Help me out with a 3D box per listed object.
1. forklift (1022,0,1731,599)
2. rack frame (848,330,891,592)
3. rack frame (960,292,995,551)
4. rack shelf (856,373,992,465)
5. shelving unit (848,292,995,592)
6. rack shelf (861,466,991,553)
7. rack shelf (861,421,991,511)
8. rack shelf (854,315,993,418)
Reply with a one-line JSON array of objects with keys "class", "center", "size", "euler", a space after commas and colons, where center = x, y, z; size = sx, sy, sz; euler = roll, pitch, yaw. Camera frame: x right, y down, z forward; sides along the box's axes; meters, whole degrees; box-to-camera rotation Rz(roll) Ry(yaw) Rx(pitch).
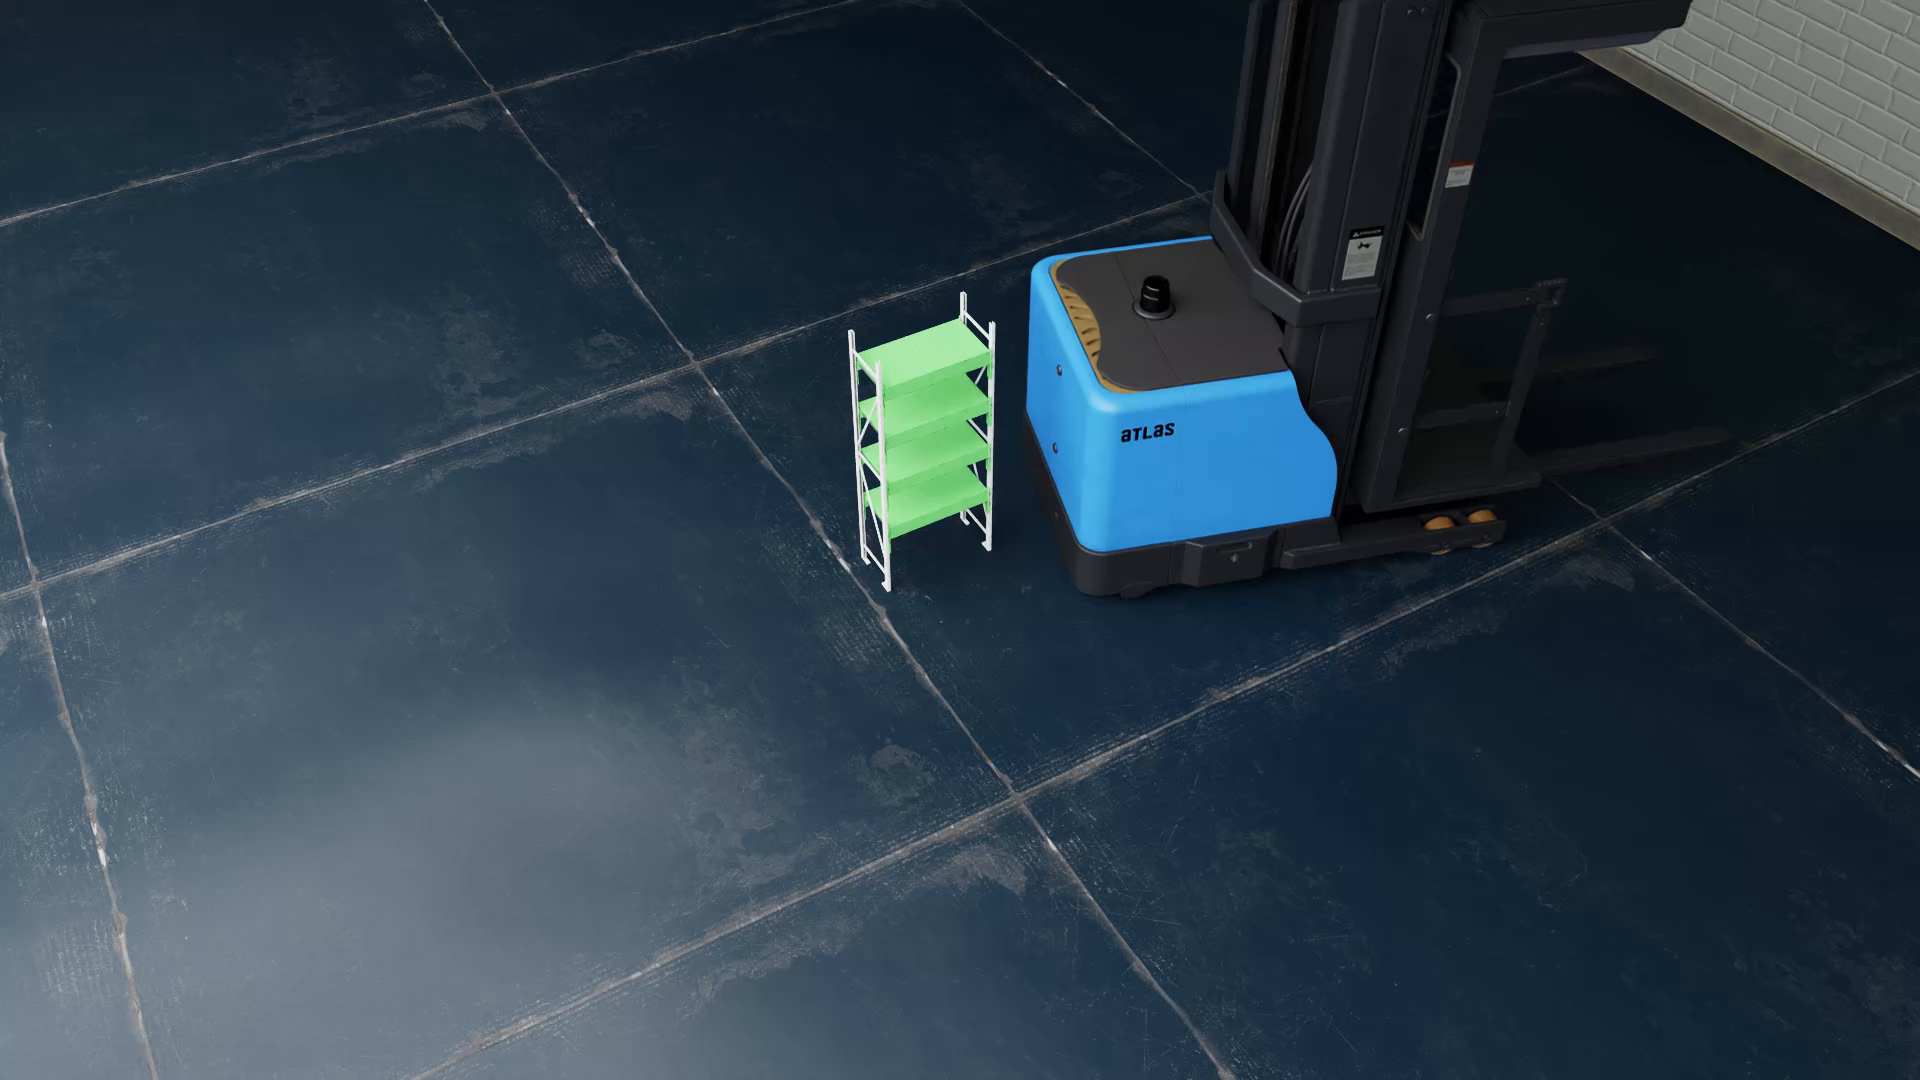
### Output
[{"class": "forklift", "center": [1.851, -1.341, 6.457], "size": [3.031, 2.935, 1.130], "euler": [-9, 45, -9]}, {"class": "rack frame", "center": [-0.355, -0.288, 6.615], "size": [0.015, 1.200, 0.240], "euler": [-22, 48, -21]}, {"class": "rack frame", "center": [0.068, -0.458, 6.790], "size": [0.015, 1.200, 0.240], "euler": [-22, 48, -21]}, {"class": "rack shelf", "center": [-0.144, -0.500, 6.580], "size": [0.480, 0.148, 0.258], "euler": [-22, 48, -21]}, {"class": "shelving unit", "center": [-0.144, -0.373, 6.702], "size": [0.503, 1.200, 0.258], "euler": [-22, 48, -21]}, {"class": "rack shelf", "center": [-0.144, -0.155, 6.914], "size": [0.480, 0.148, 0.258], "euler": [-22, 48, -21]}, {"class": "rack shelf", "center": [-0.144, -0.327, 6.747], "size": [0.480, 0.148, 0.258], "euler": [-22, 48, -21]}, {"class": "rack shelf", "center": [-0.144, -0.672, 6.413], "size": [0.480, 0.148, 0.258], "euler": [-22, 48, -21]}]
